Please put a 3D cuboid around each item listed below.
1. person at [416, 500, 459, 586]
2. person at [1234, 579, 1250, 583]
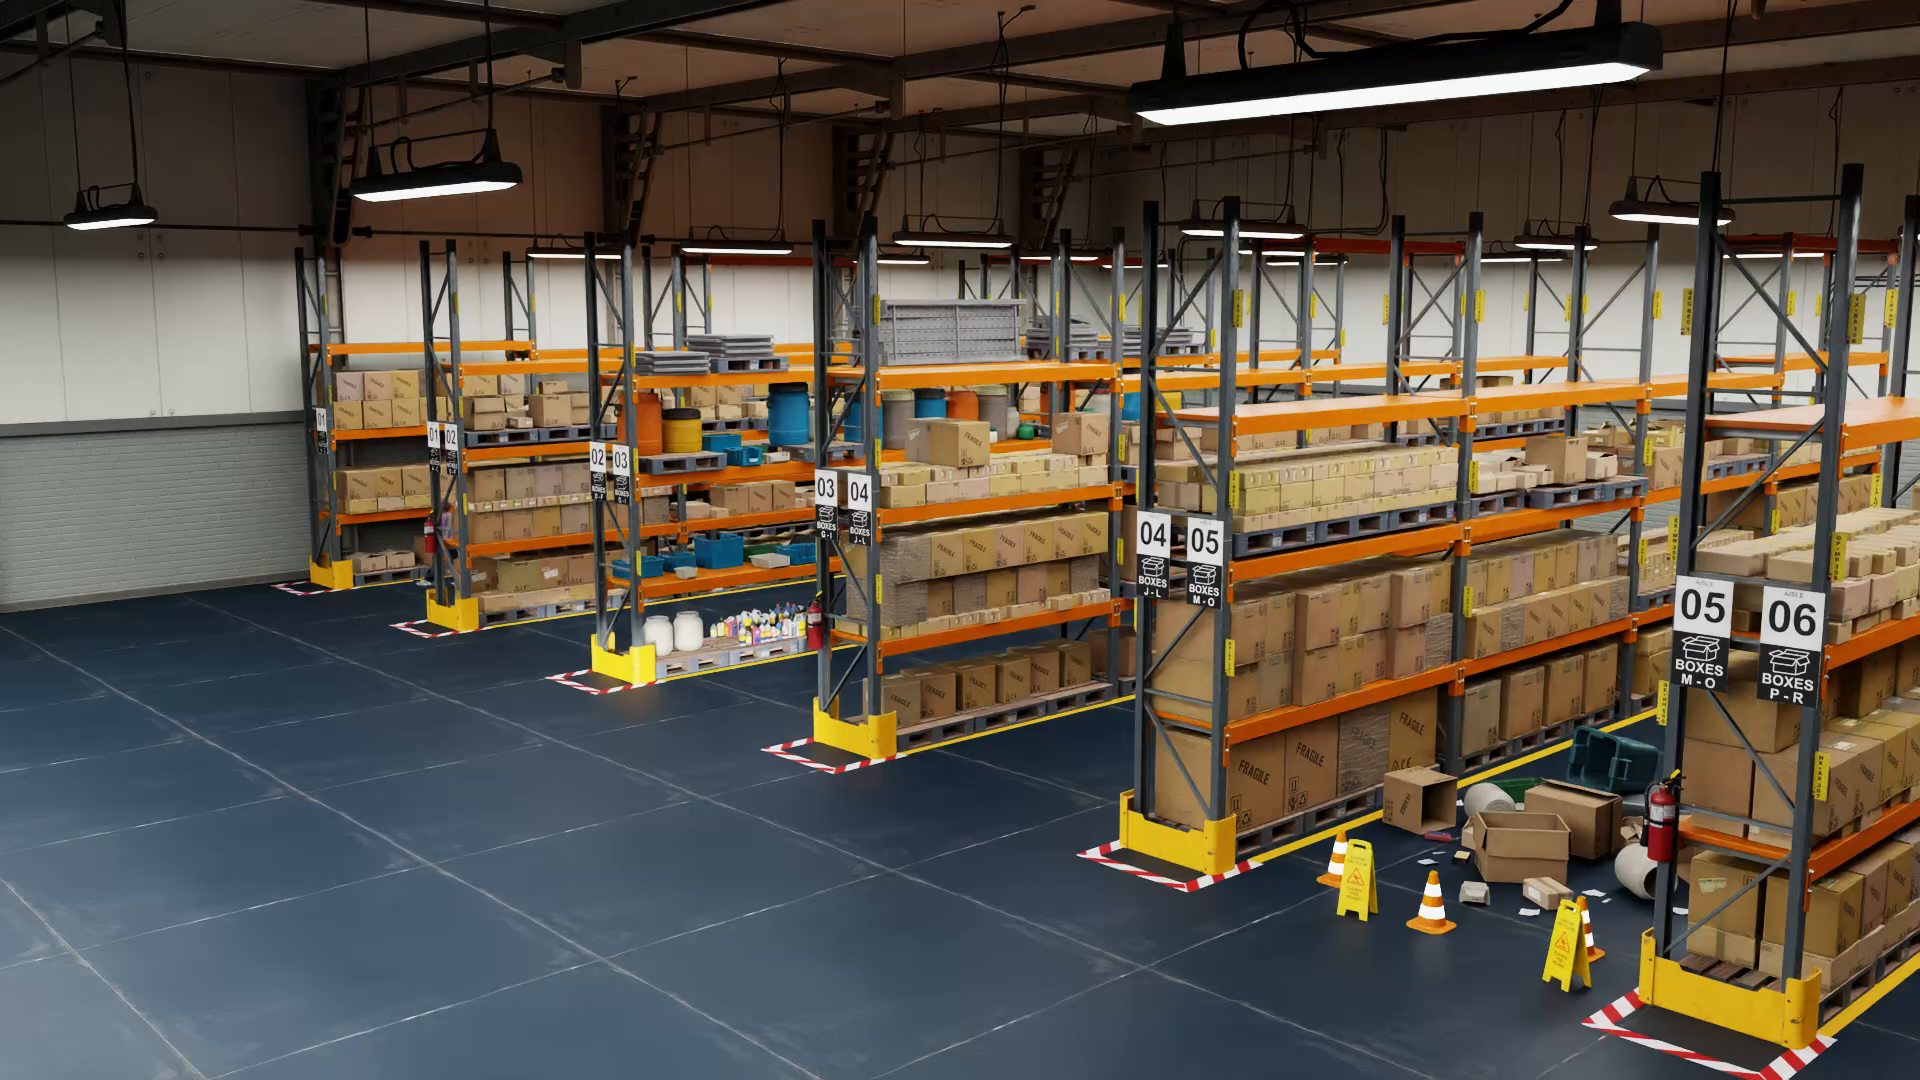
[{"bbox_3d":[-9.180,0.055,29.526,0.437,1.549,0.945,7,11,39],"label":"person"},{"bbox_3d":[3.686,1.242,21.554,0.976,1.541,0.434,-6,10,-36],"label":"person"}]
